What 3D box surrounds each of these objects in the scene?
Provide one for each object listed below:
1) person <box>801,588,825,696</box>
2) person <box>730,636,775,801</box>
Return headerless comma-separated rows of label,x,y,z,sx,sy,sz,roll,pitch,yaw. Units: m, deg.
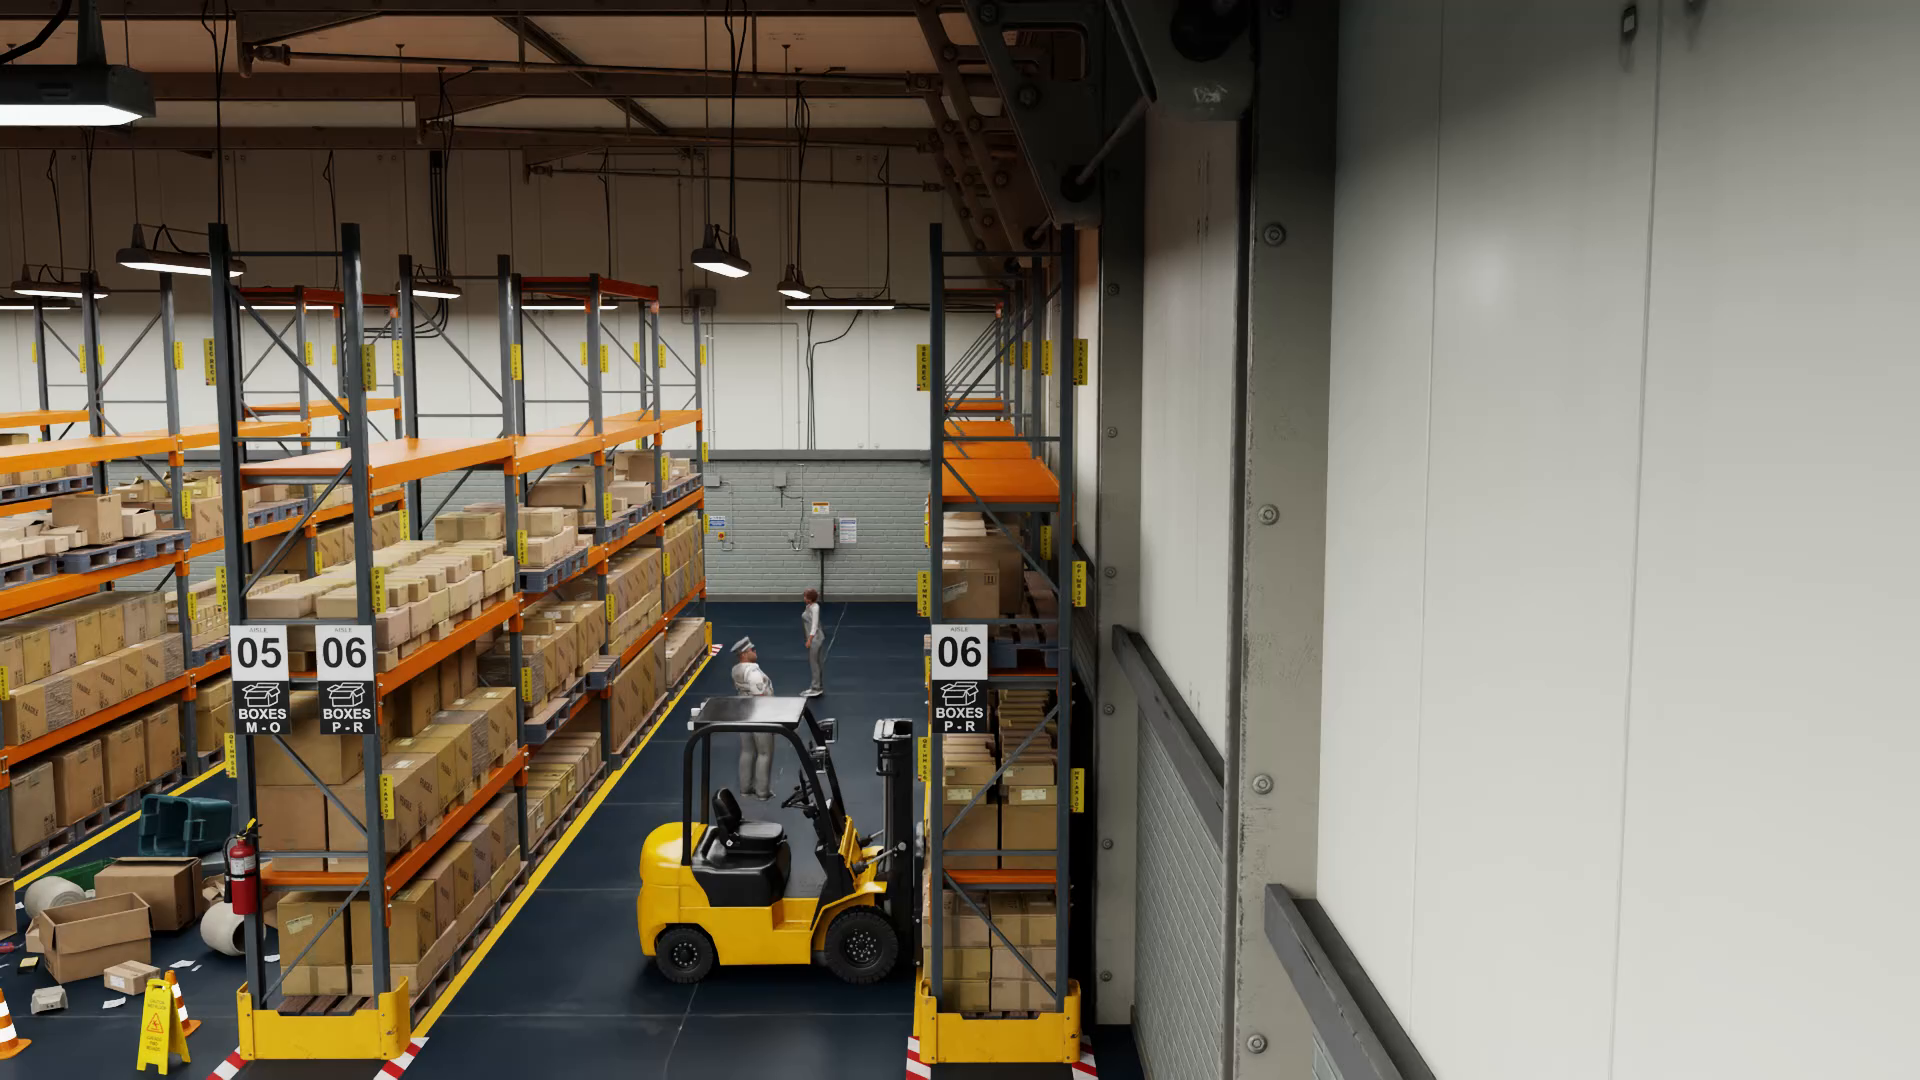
person,-2.189,1.502,24.571,0.370,1.607,0.425,-2,7,-13
person,-2.216,1.916,17.935,0.569,1.778,0.467,5,9,39
